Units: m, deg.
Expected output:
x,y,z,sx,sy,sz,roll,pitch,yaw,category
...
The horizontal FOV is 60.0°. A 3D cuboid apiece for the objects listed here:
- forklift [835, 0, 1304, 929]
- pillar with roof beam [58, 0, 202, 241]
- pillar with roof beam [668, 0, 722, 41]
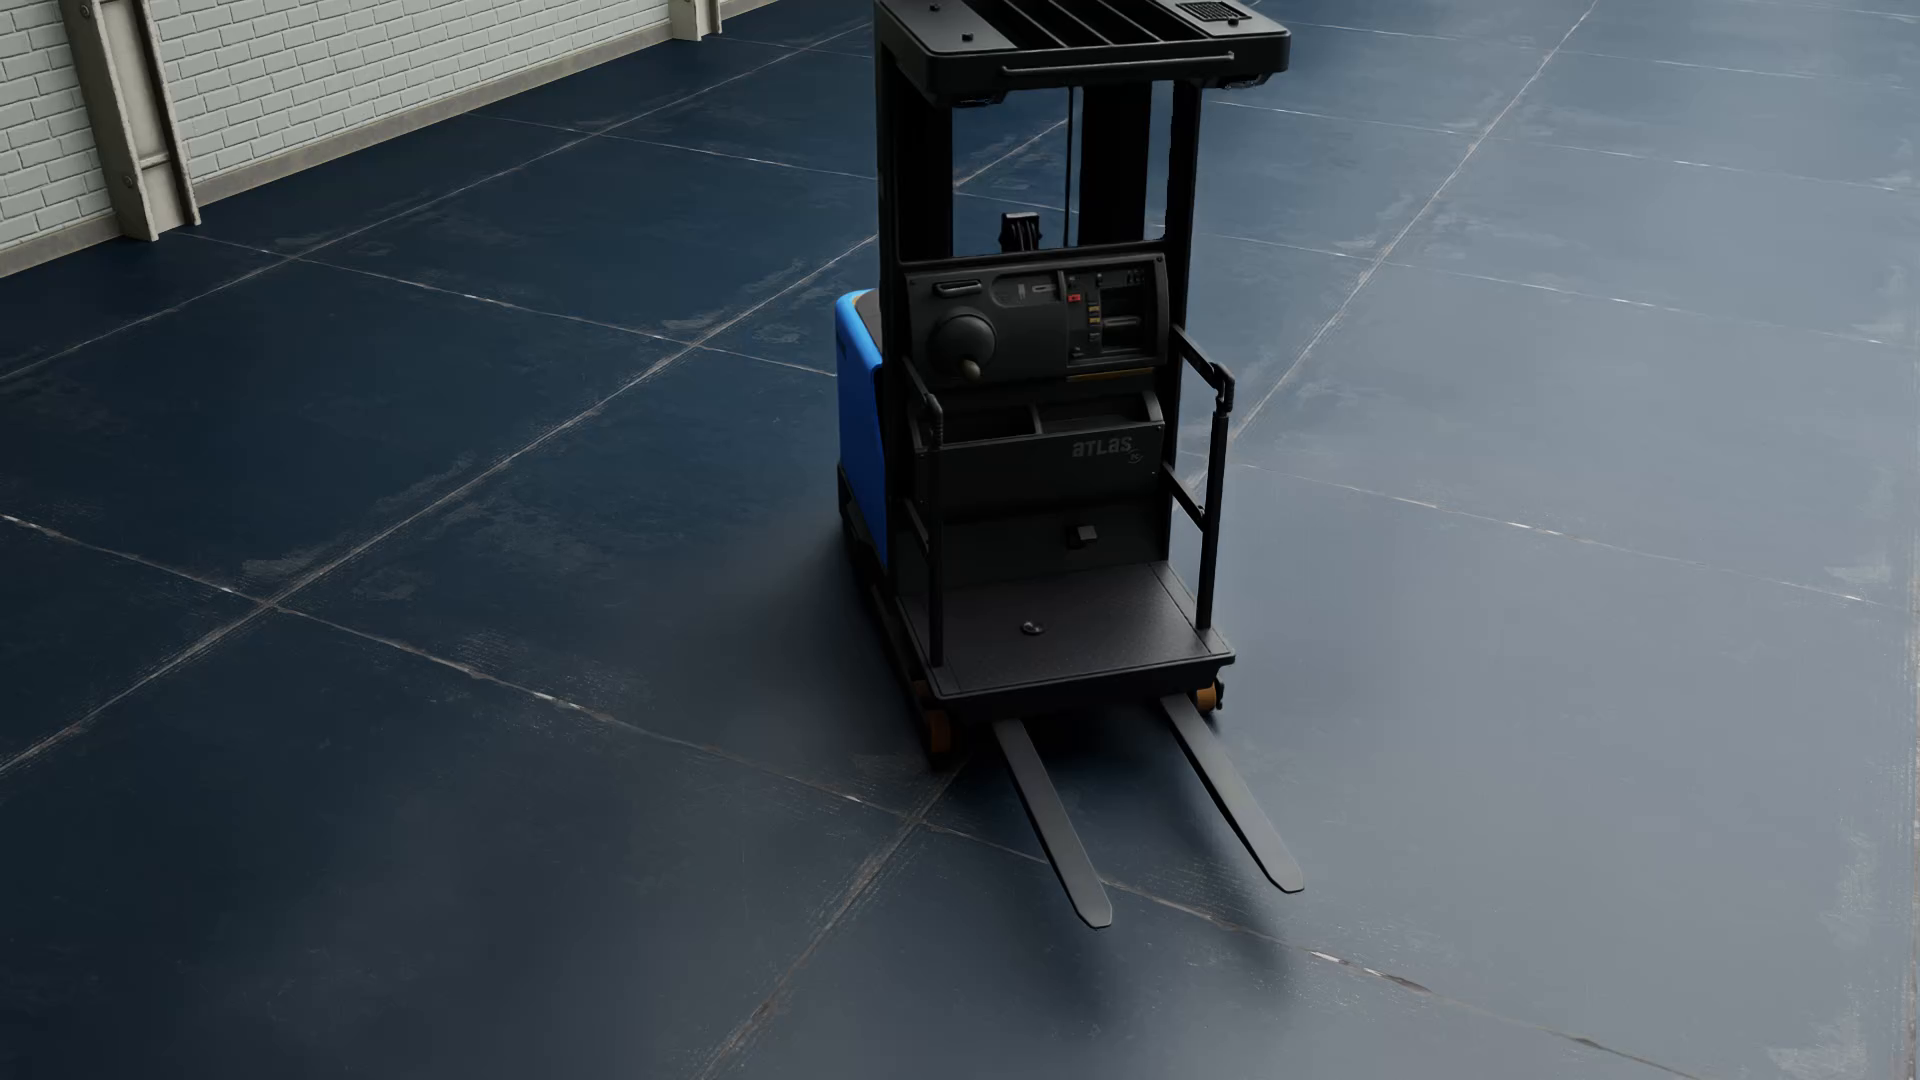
x,y,z,sx,sy,sz,roll,pitch,yaw,category
0.330,-0.719,5.559,1.130,2.935,3.031,-7,31,-13,forklift
-1.340,-4.942,6.819,9.100,9.000,0.400,14,33,23,pillar with roof beam
1.393,-7.602,11.451,9.100,9.000,0.400,14,33,23,pillar with roof beam
